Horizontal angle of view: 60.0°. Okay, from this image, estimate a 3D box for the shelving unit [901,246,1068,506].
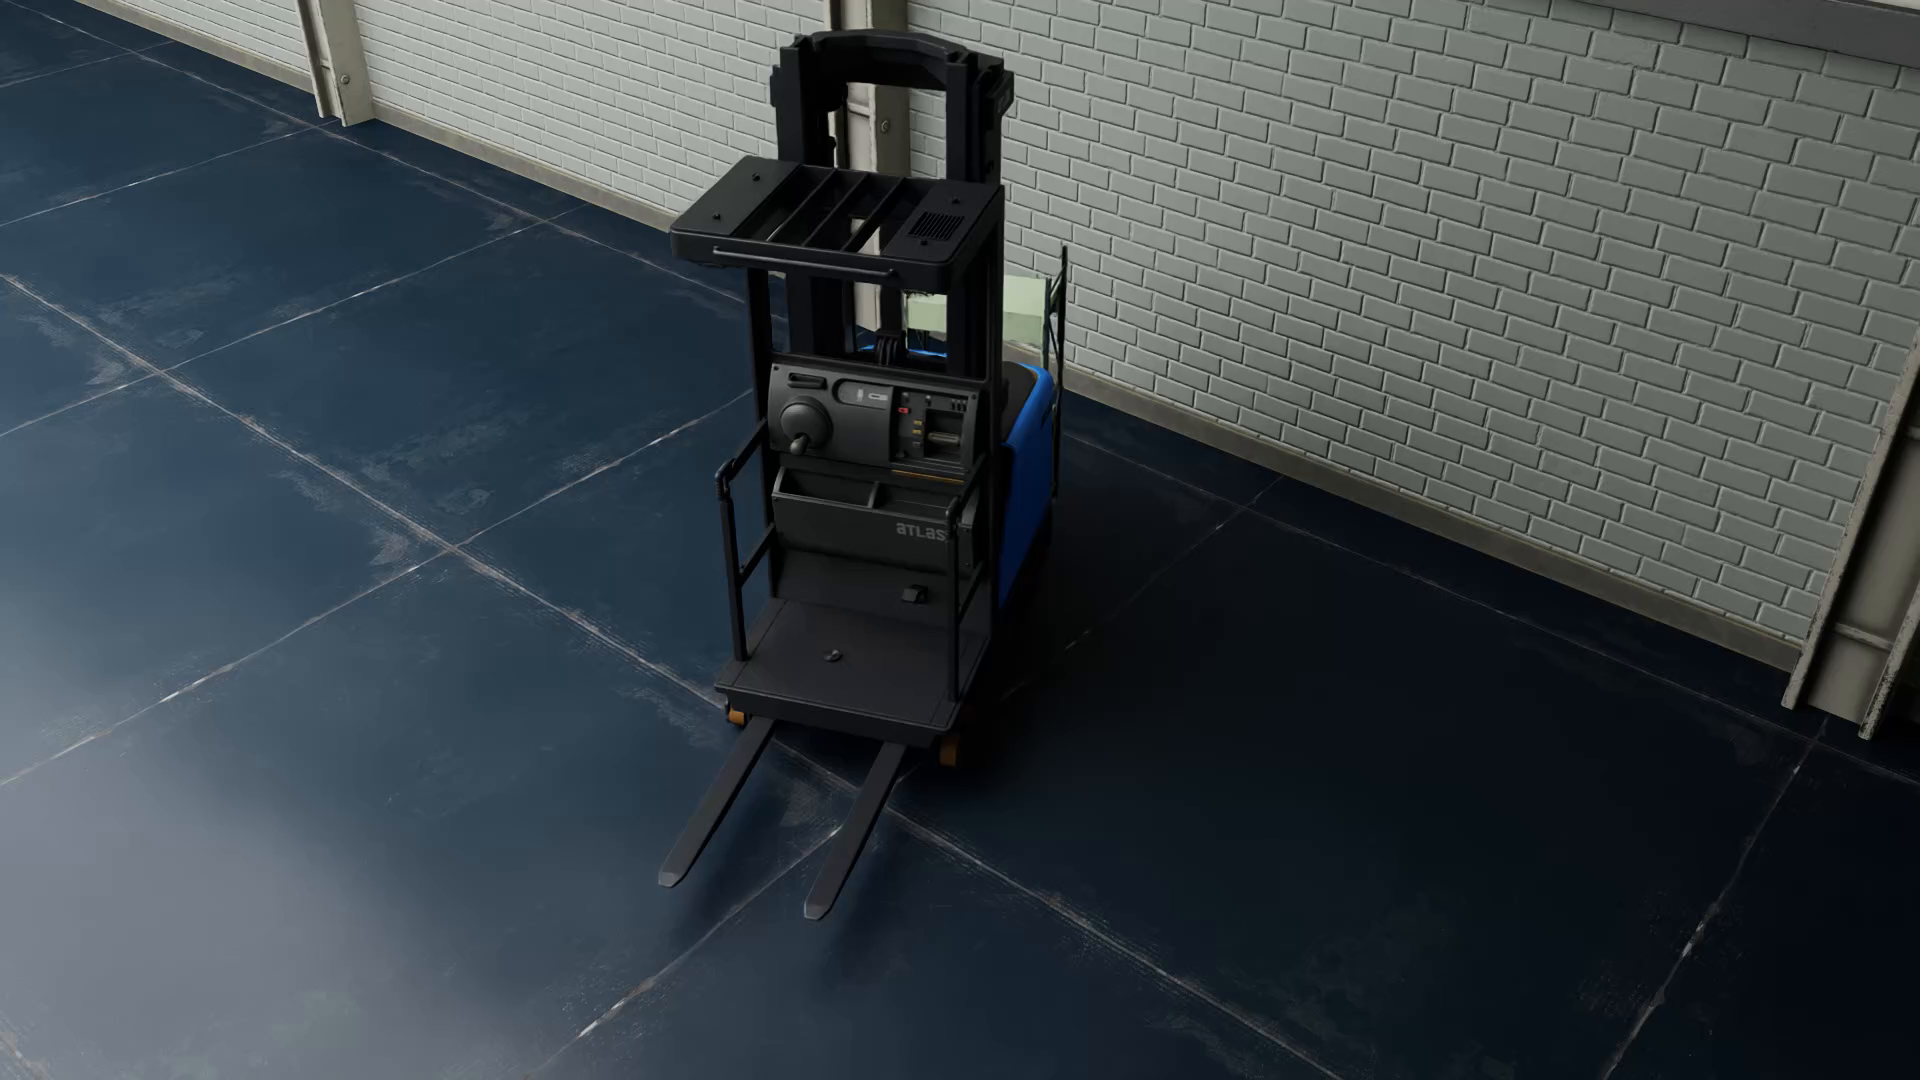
[{"bbox_3d":[0.125,-0.804,8.677,0.755,1.500,0.431,9,36,13],"label":"shelving unit"}]

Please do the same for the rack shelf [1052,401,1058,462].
[{"bbox_3d":[0.125,-0.535,8.862,0.720,0.370,0.431,9,36,13],"label":"rack shelf"}]

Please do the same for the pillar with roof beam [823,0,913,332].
[{"bbox_3d":[-3.306,-3.240,5.600,0.400,9.000,9.100,25,42,32],"label":"pillar with roof beam"}]

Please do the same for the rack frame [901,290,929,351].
[{"bbox_3d":[-0.228,-0.860,8.760,0.023,1.500,0.400,9,36,13],"label":"rack frame"}]

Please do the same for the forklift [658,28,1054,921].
[{"bbox_3d":[-0.431,-0.451,6.899,1.130,2.935,3.031,9,36,13],"label":"forklift"}]

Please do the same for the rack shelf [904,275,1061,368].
[{"bbox_3d":[0.125,-1.125,8.456,0.720,0.370,0.431,9,36,13],"label":"rack shelf"}]

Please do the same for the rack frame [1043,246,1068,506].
[{"bbox_3d":[0.477,-0.747,8.595,0.023,1.500,0.400,9,36,13],"label":"rack frame"}]

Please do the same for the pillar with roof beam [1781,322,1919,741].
[{"bbox_3d":[1.305,-1.066,2.436,0.400,9.000,9.100,25,42,32],"label":"pillar with roof beam"}]

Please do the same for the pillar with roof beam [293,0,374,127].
[{"bbox_3d":[-7.918,-5.413,8.765,0.400,9.000,9.100,25,42,32],"label":"pillar with roof beam"}]
